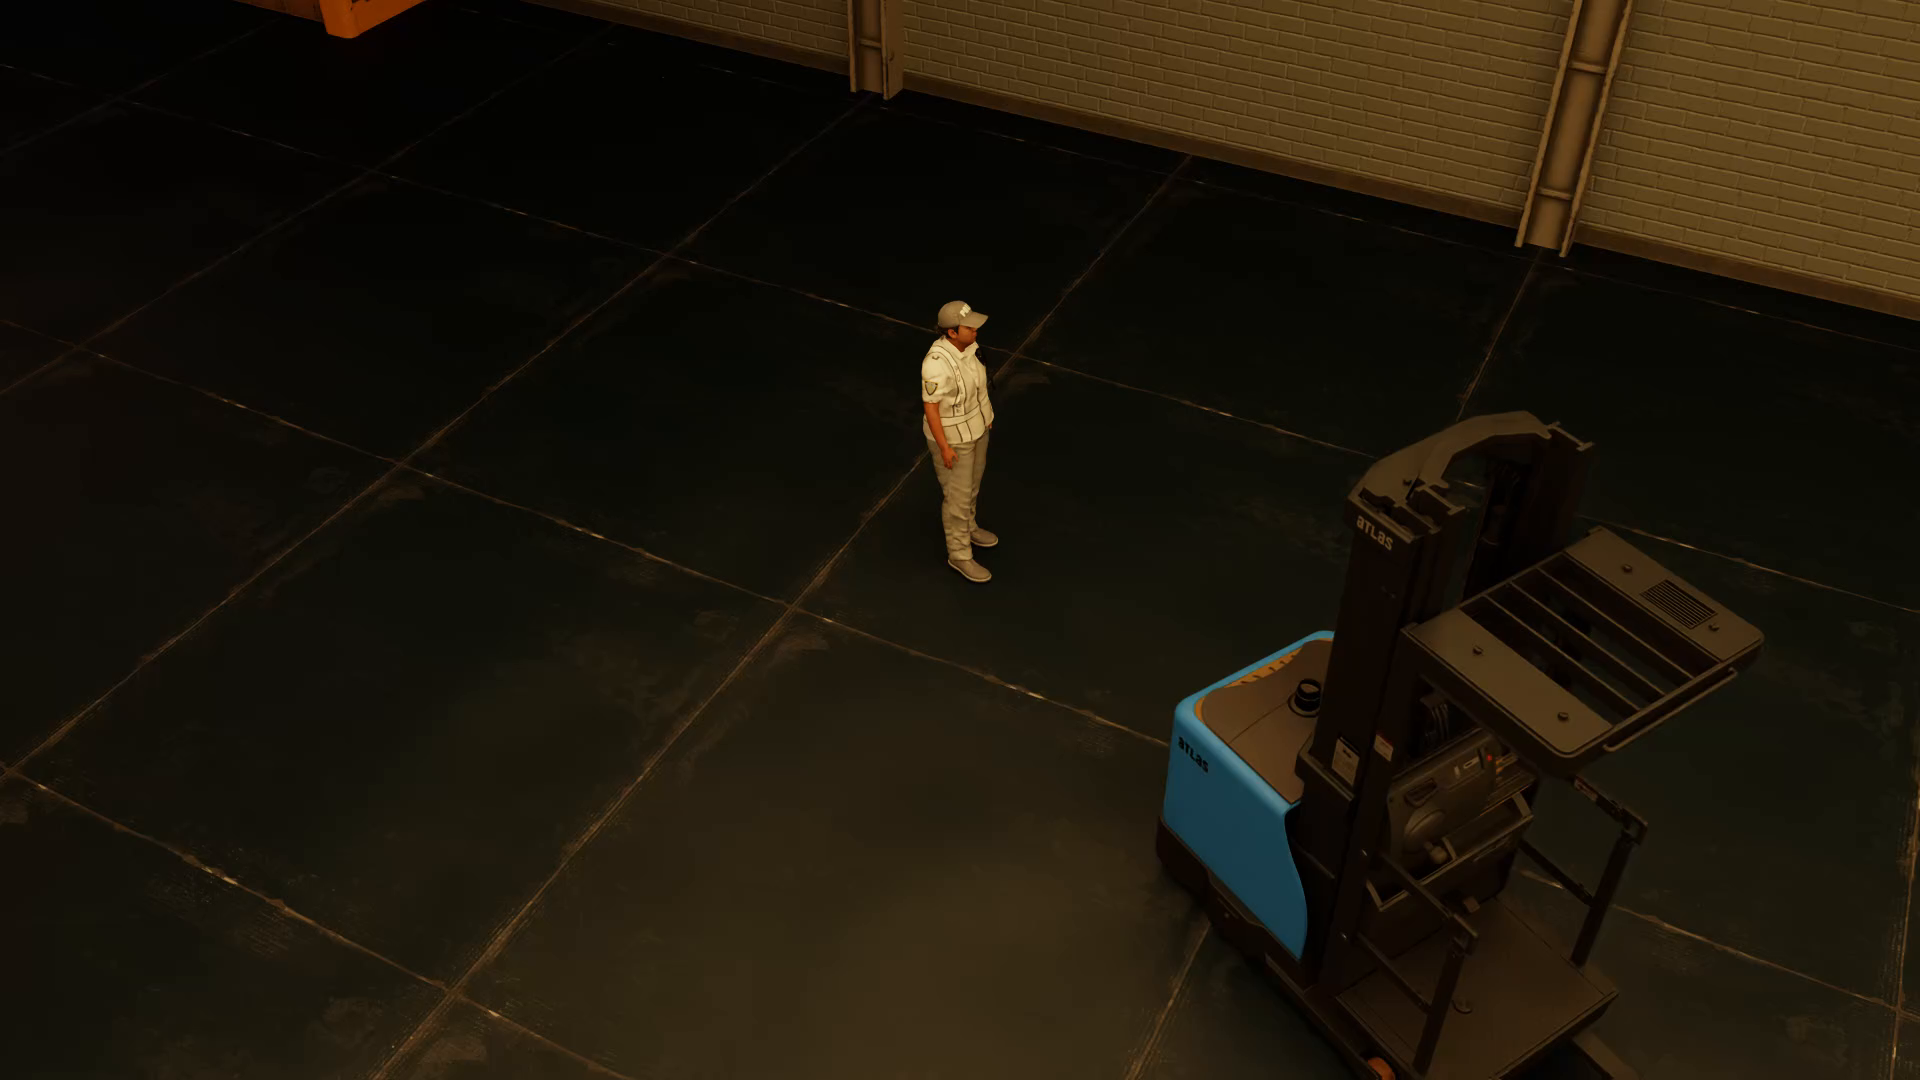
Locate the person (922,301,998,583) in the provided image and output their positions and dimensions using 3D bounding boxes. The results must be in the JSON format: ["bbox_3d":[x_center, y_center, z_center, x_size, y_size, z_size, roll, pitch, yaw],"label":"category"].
[{"bbox_3d":[0.057,-0.608,9.677,0.529,1.670,0.598,18,43,21],"label":"person"}]

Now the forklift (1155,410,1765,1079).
[{"bbox_3d":[2.211,1.079,6.705,1.130,2.935,3.031,-23,45,-25],"label":"forklift"}]
